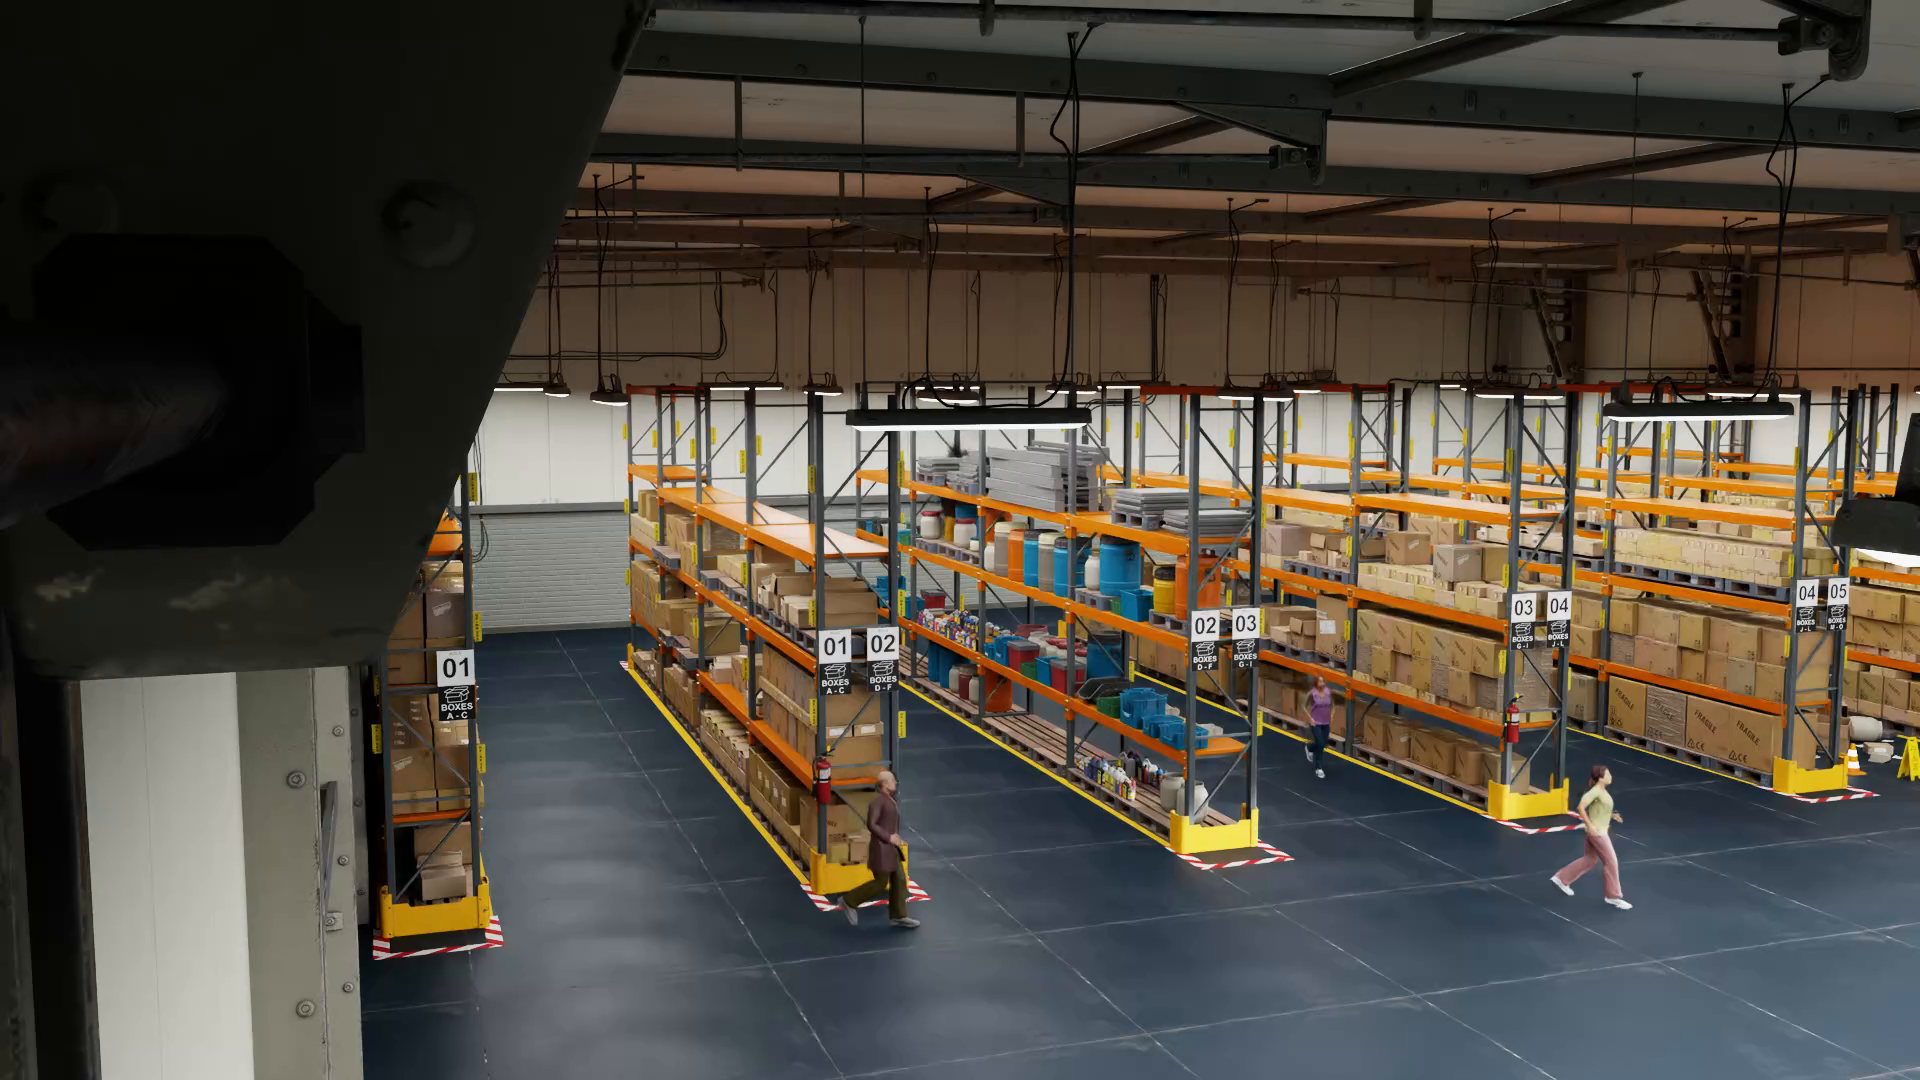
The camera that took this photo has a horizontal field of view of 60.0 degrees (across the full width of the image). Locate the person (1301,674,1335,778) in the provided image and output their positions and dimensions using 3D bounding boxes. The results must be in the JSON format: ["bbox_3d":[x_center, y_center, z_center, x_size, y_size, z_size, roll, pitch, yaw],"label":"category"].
[{"bbox_3d":[5.584,2.869,26.041,0.539,1.596,0.674,-2,6,-15],"label":"person"}]

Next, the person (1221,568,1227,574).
[{"bbox_3d":[6.107,1.483,39.178,0.660,1.682,0.788,0,6,2],"label":"person"}]

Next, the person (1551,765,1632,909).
[{"bbox_3d":[7.487,3.479,19.652,0.905,1.674,0.583,2,6,19],"label":"person"}]

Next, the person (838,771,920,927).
[{"bbox_3d":[-0.921,3.497,18.947,0.932,1.758,0.768,0,6,0],"label":"person"}]
